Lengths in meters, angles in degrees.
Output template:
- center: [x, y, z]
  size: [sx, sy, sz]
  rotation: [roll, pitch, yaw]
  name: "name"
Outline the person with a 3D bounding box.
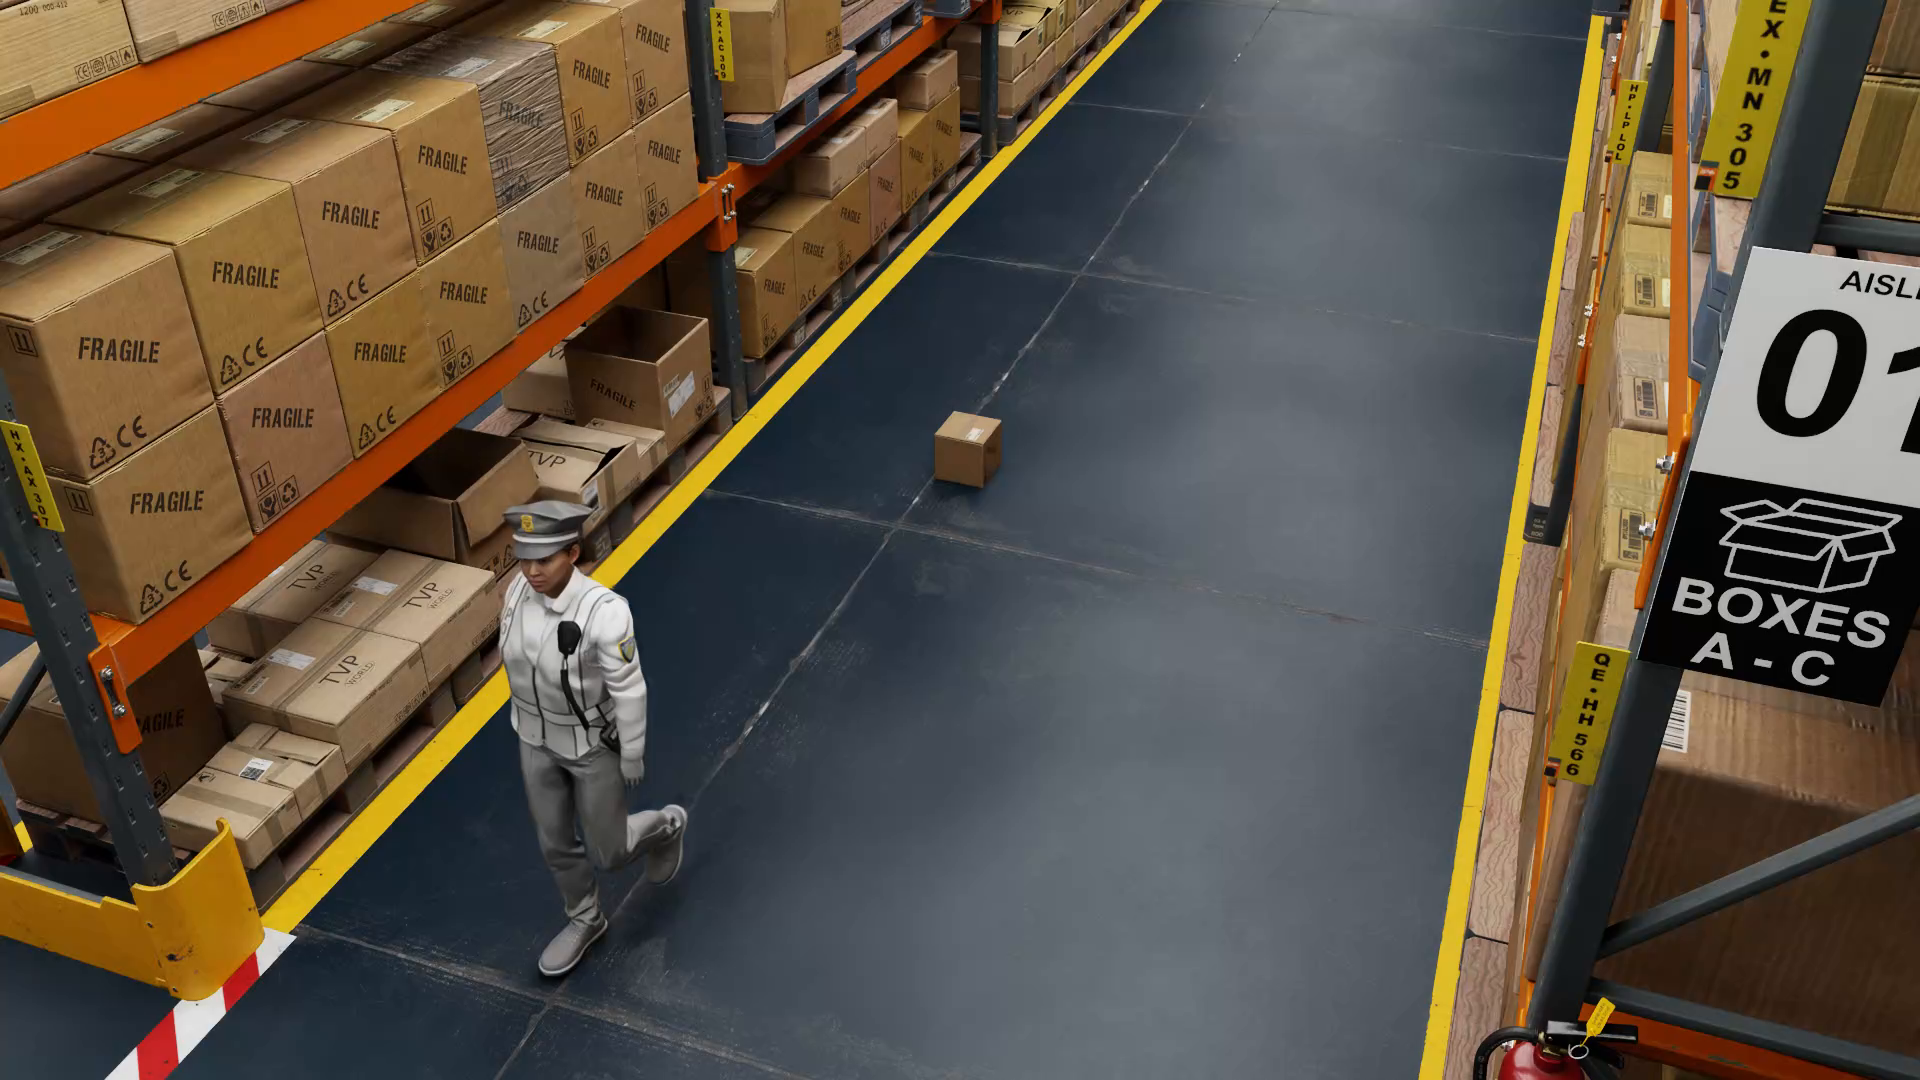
- center: [-1.184, 0.376, 5.009]
  size: [0.486, 0.618, 0.301]
  rotation: [15, 36, 21]
  name: "person"
